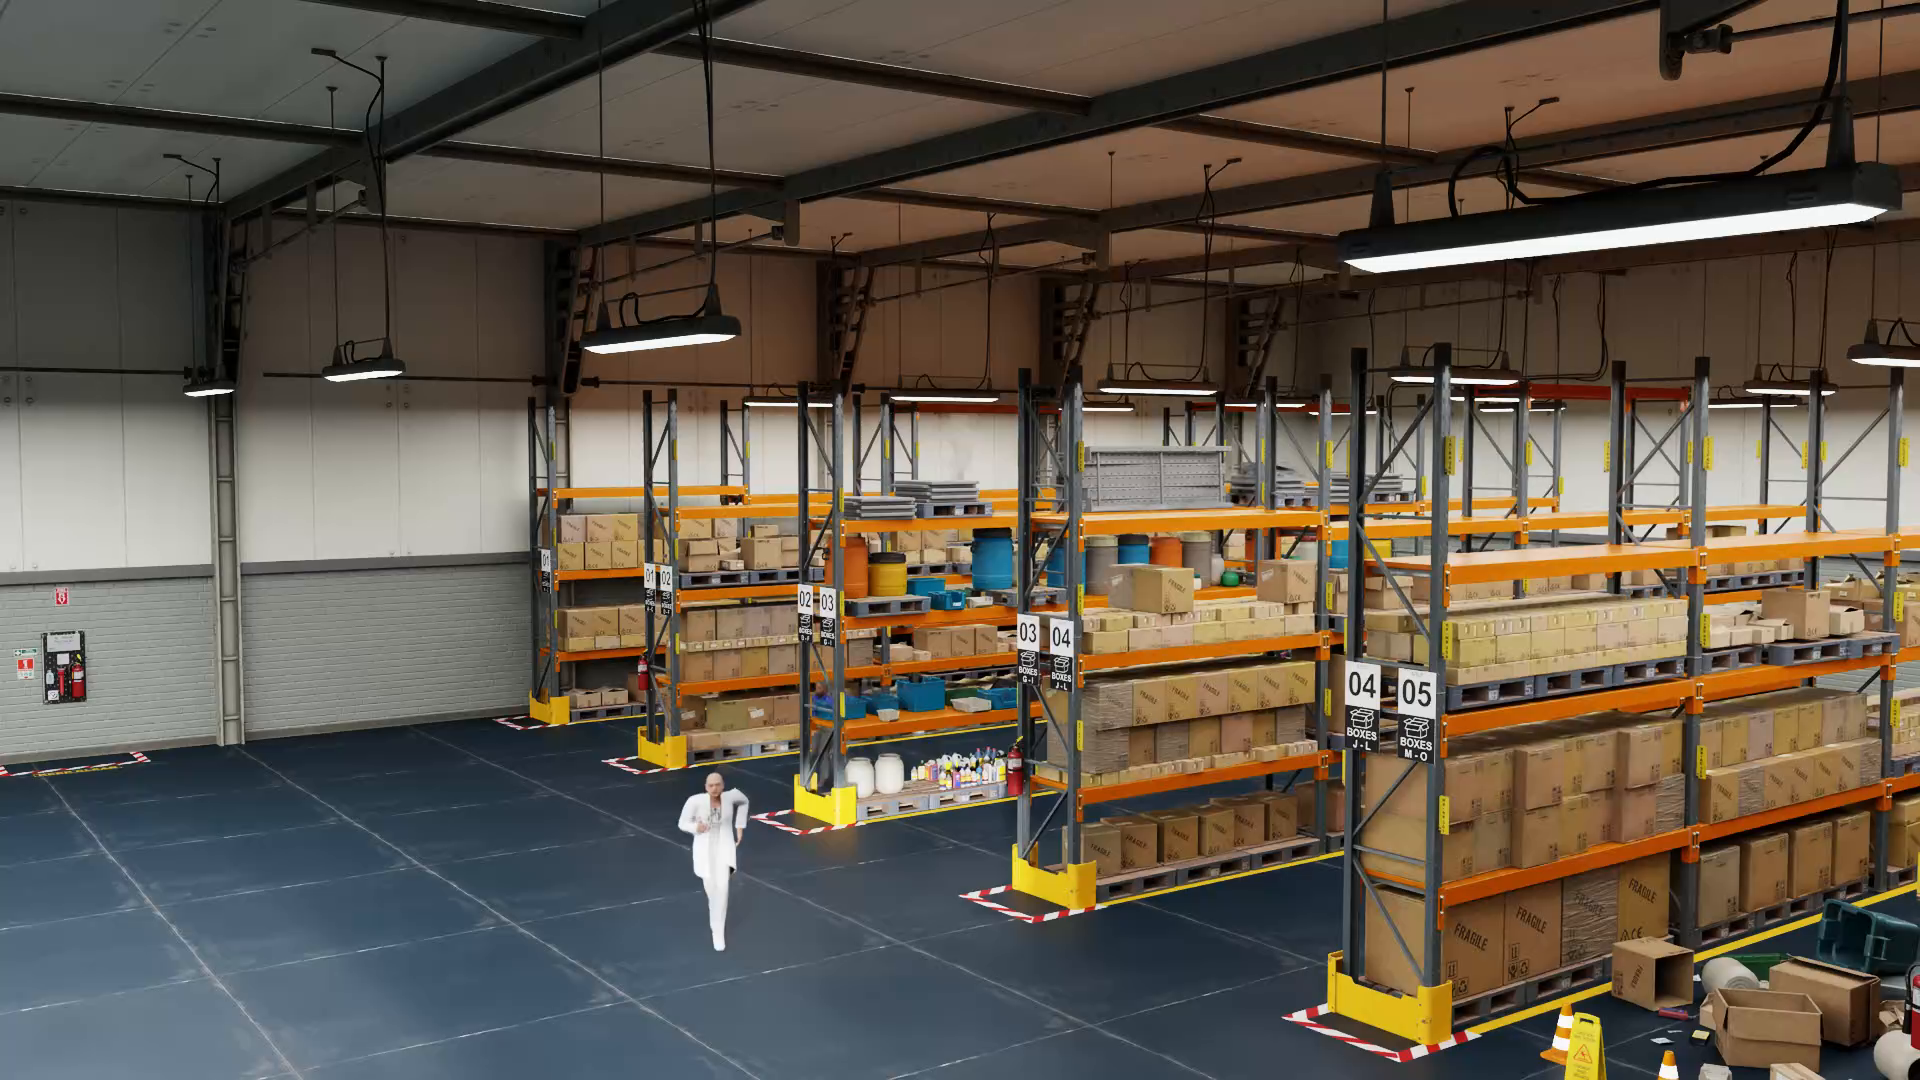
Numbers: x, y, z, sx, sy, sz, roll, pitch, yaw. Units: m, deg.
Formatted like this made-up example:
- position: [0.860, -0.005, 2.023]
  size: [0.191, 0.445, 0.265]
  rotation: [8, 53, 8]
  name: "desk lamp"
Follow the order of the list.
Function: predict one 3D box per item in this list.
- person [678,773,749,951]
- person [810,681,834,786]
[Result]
- position: [-2.557, 3.272, 17.323]
  size: [0.699, 1.800, 1.042]
  rotation: [0, 3, -4]
  name: "person"
- position: [-2.088, 2.910, 25.000]
  size: [0.615, 1.594, 0.642]
  rotation: [2, 4, 36]
  name: "person"
